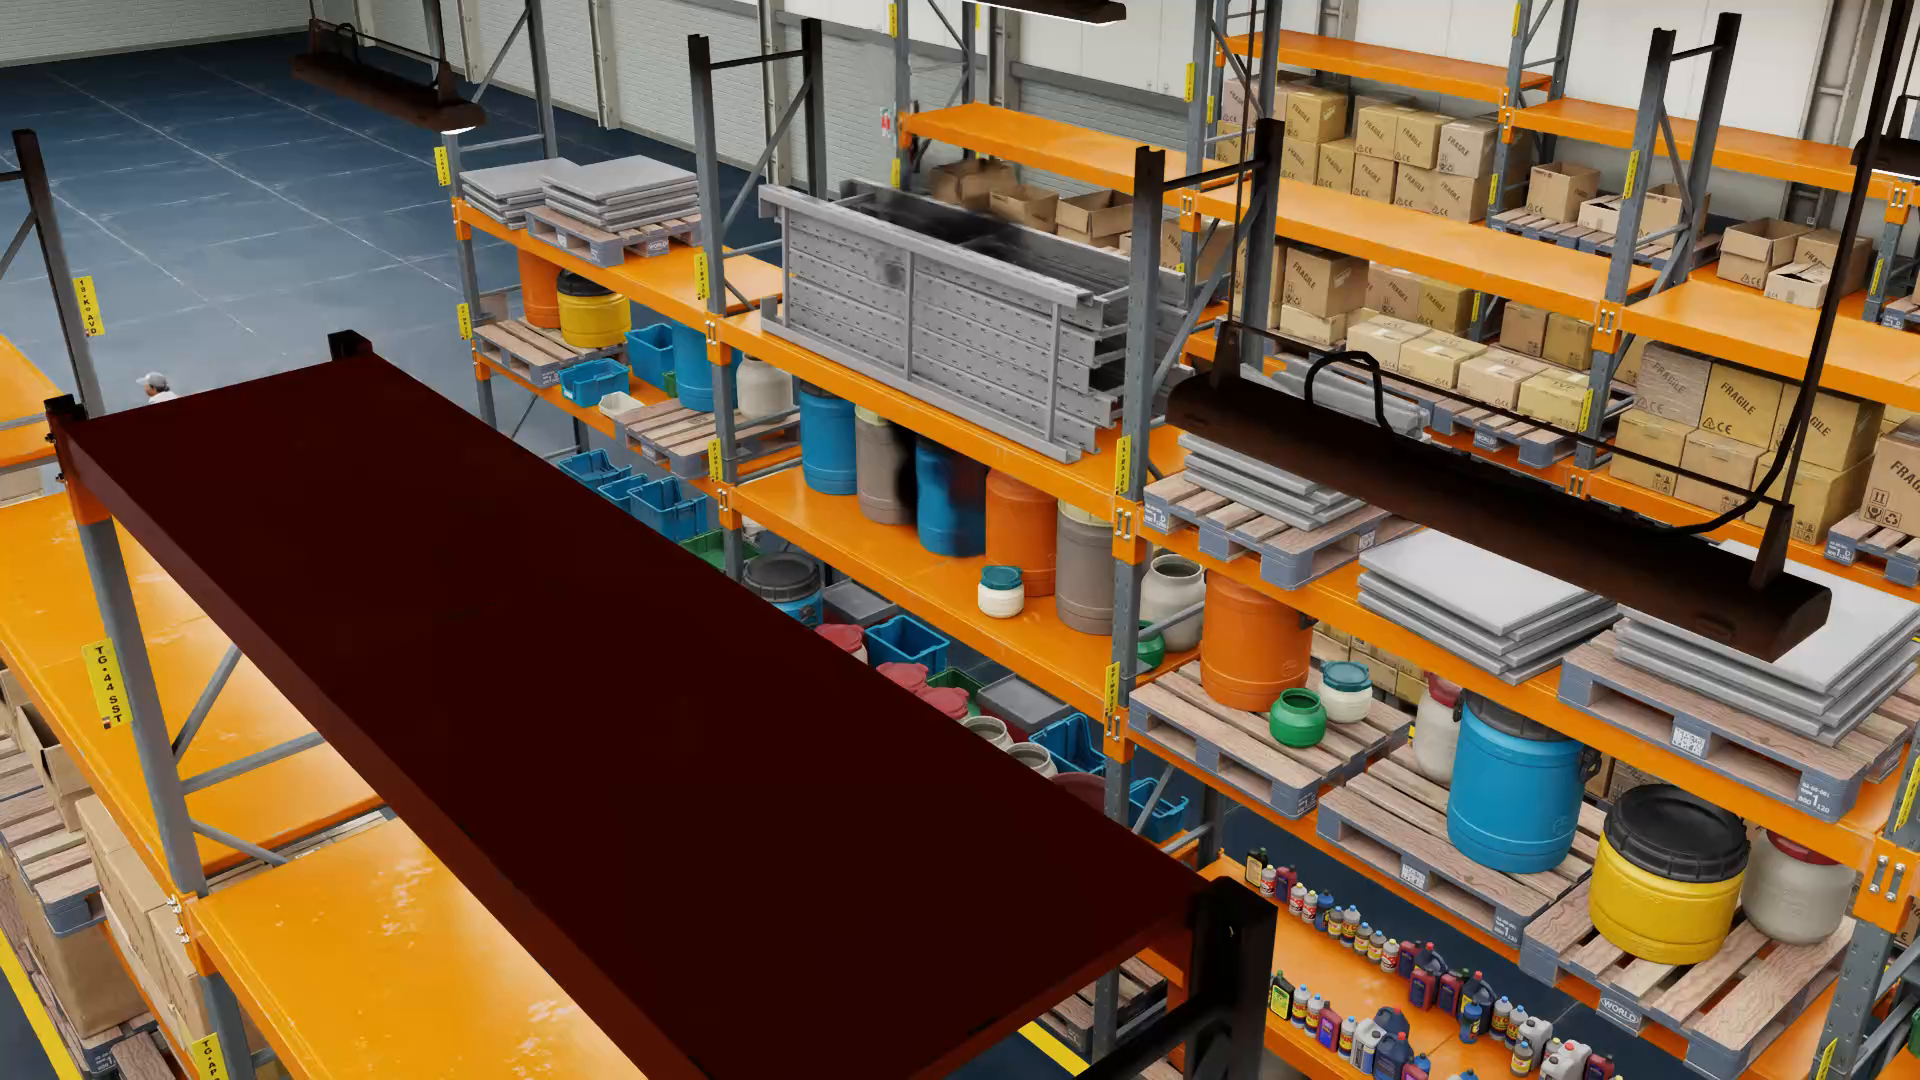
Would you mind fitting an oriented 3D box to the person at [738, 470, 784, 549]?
[{"bbox_3d":[-1.979,-0.201,16.034,0.698,1.757,0.886,-23,35,-37],"label":"person"}]

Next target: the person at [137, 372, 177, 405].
[{"bbox_3d":[-8.365,-1.005,17.752,0.766,1.671,0.630,-5,27,-9],"label":"person"}]
